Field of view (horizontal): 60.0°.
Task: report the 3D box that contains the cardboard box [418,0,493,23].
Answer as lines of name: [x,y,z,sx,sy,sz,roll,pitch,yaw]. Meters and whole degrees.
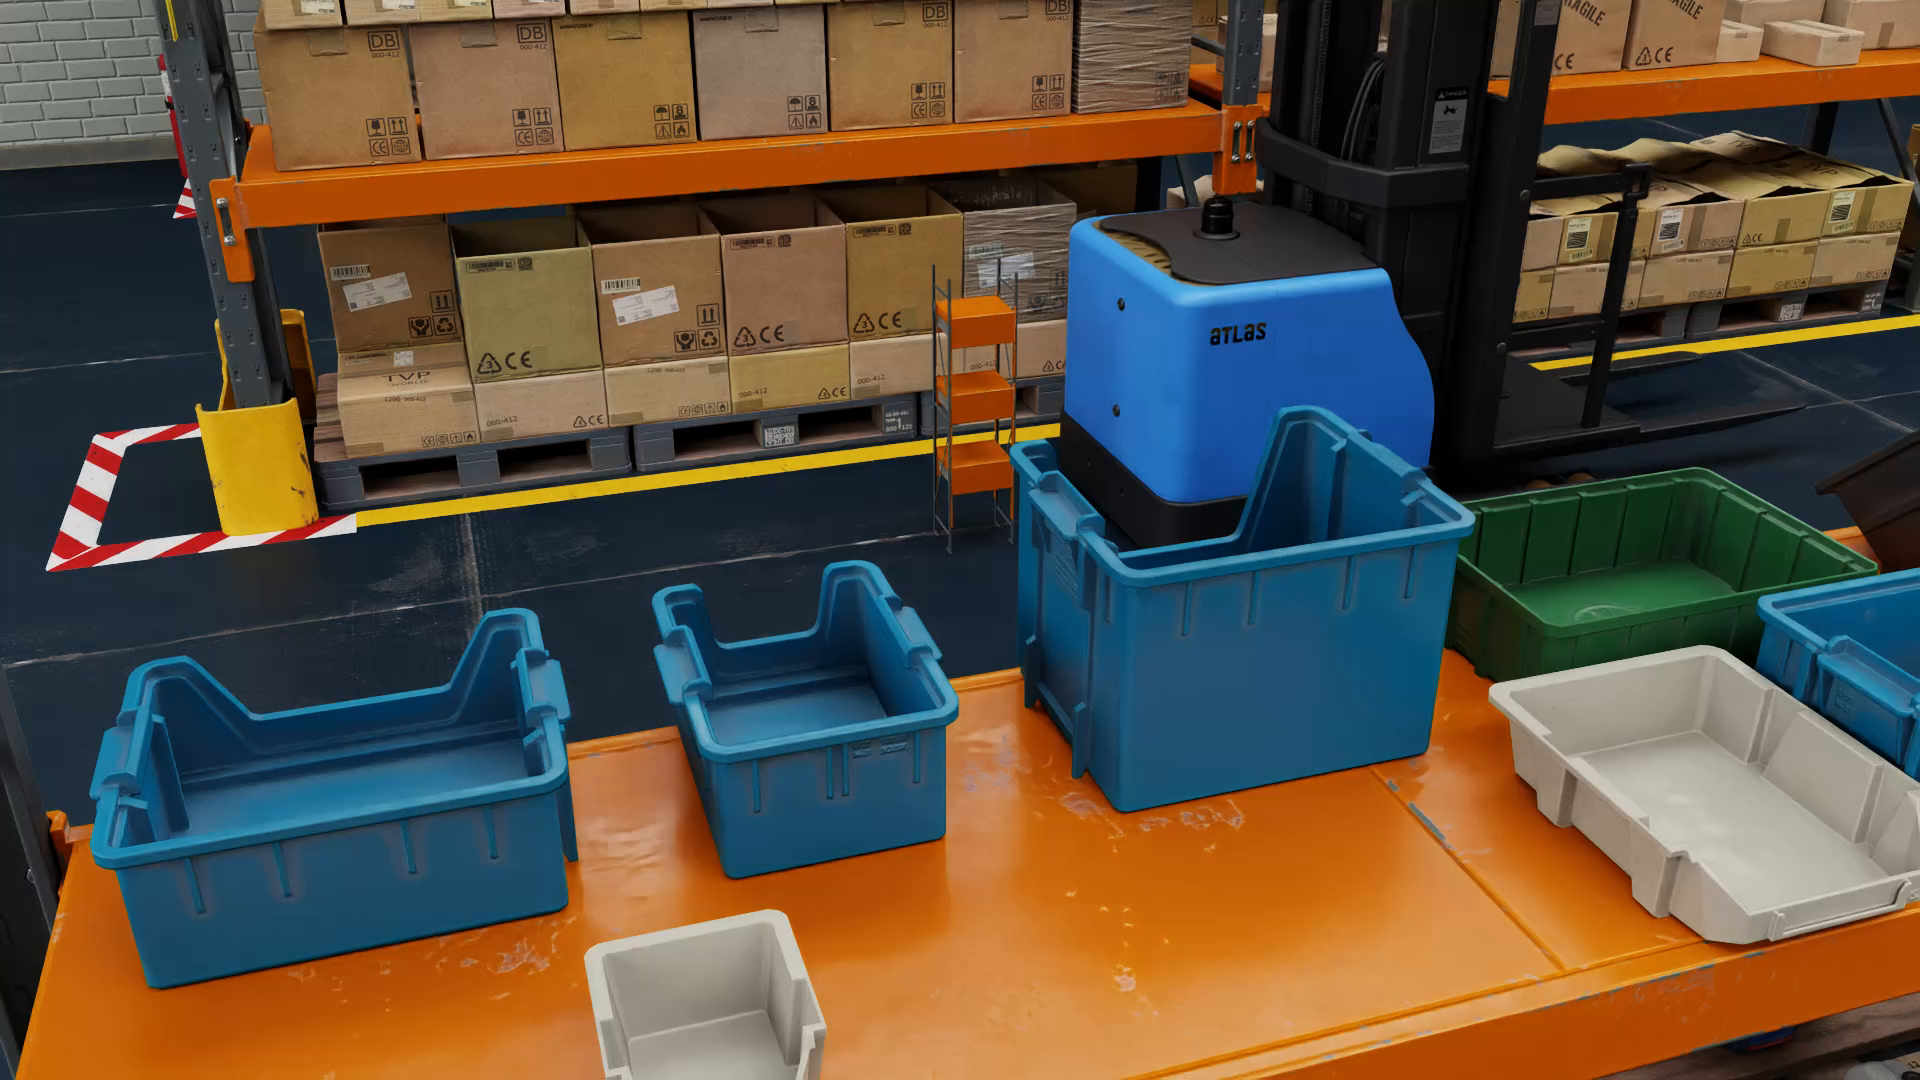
cardboard box: [-1.848,-1.994,6.051,0.250,0.149,0.380,-8,28,-16]

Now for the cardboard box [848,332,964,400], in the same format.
cardboard box: [-0.295,-0.835,7.179,0.500,0.250,0.500,-8,28,-16]

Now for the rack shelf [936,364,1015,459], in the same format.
rack shelf: [0.051,-0.468,6.036,0.240,0.259,0.215,-8,28,-16]

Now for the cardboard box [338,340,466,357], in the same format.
cardboard box: [-2.358,-0.779,7.067,0.500,0.250,0.500,-8,28,-16]

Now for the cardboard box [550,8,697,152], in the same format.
cardboard box: [-1.356,-1.868,6.527,0.500,0.500,0.700,-8,28,-16]

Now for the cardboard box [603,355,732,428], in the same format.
cardboard box: [-1.247,-0.699,6.906,0.500,0.250,0.500,-8,28,-16]

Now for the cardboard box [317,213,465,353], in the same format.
cardboard box: [-2.358,-1.116,6.902,0.500,0.500,0.500,-8,28,-16]

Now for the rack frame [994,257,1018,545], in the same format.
rack frame: [0.167,-0.494,6.065,0.008,1.050,0.200,-8,28,-16]

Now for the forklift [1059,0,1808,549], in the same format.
forklift: [1.972,-1.586,6.149,3.031,2.935,1.130,-9,28,-17]

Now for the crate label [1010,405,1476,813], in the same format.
crate label: [0.421,0.087,2.661,0.616,0.435,0.502,-8,28,-16]

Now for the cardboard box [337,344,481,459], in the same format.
cardboard box: [-2.197,-0.560,6.625,0.500,0.250,0.500,-8,28,-16]

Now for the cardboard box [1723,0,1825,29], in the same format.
cardboard box: [3.920,-2.645,8.304,0.500,0.311,0.500,-9,28,-17]

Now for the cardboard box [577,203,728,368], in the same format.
cardboard box: [-1.251,-1.040,6.749,0.500,0.500,0.500,-8,28,-16]

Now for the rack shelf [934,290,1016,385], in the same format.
rack shelf: [0.051,-0.722,5.910,0.240,0.259,0.215,-8,28,-16]

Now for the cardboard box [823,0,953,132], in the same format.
cardboard box: [-0.370,-2.013,6.819,0.500,0.500,0.700,-8,27,-15]

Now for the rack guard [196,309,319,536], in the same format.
rack guard: [-2.799,-0.501,6.697,0.348,0.500,1.175,-8,28,-16]

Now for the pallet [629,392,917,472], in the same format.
pallet: [-0.904,-0.665,7.351,1.213,0.211,1.003,-8,28,-16]

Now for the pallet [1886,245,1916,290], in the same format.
pallet: [5.552,-1.564,9.162,1.213,0.211,1.003,-8,28,-16]

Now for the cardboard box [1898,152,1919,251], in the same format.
cardboard box: [5.352,-1.745,8.708,0.500,0.500,0.500,-7,27,-14]

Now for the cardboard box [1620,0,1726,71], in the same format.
cardboard box: [3.240,-2.533,7.866,0.500,0.500,0.500,-10,28,-19]

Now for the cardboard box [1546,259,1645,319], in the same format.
cardboard box: [2.950,-1.294,8.103,0.500,0.250,0.500,-8,27,-15]

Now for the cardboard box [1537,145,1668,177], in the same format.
cardboard box: [3.259,-1.840,8.573,0.500,0.311,0.500,-9,28,-17]

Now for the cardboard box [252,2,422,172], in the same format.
cardboard box: [-2.328,-1.728,6.244,0.500,0.500,0.700,-8,28,-16]

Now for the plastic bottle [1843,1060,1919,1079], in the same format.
plastic bottle: [1.782,1.121,3.188,0.135,0.276,0.152,-8,28,-16]

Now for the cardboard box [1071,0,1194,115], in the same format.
cardboard box: [0.607,-2.156,7.107,0.500,0.500,0.700,-9,28,-17]

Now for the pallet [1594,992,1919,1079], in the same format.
pallet: [1.906,1.244,3.507,1.213,0.211,1.003,-8,28,-16]

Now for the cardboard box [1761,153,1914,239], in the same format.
cardboard box: [4.409,-1.757,8.405,0.500,0.311,0.500,-8,27,-15]

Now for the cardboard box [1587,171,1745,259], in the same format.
cardboard box: [3.436,-1.615,8.118,0.500,0.311,0.500,-8,28,-16]

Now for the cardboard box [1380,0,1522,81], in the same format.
cardboard box: [2.264,-2.391,7.581,0.500,0.500,0.500,-6,27,-12]

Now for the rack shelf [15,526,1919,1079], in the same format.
rack shelf: [0.656,0.518,2.643,4.000,0.370,1.077,-8,28,-16]

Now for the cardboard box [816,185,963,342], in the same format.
cardboard box: [-0.299,-1.177,7.023,0.500,0.500,0.500,-8,28,-16]

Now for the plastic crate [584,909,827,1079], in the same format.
plastic crate: [-0.295,0.602,1.961,0.250,0.136,0.298,-8,28,-16]

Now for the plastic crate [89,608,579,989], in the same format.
plastic crate: [-0.862,0.342,2.355,0.616,0.251,0.499,-8,28,-16]

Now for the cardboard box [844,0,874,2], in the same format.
cardboard box: [-0.373,-2.208,6.482,0.250,0.149,0.380,-7,27,-15]

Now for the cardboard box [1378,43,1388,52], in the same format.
cardboard box: [1.933,-2.098,7.385,0.250,0.149,0.380,-8,28,-16]

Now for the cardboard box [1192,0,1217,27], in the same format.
cardboard box: [1.576,-3.987,12.380,0.500,0.250,0.500,-8,28,-16]

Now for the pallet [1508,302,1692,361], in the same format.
pallet: [2.878,-1.214,8.457,1.213,0.211,1.003,-8,28,-16]

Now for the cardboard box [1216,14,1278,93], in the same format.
cardboard box: [1.482,-2.194,7.465,0.500,0.250,0.500,-7,27,-13]

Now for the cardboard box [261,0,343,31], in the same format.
cardboard box: [-2.336,-1.922,5.907,0.250,0.149,0.380,-8,28,-16]

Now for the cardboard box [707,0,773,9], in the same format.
cardboard box: [-0.874,-2.134,6.333,0.250,0.149,0.380,-8,27,-16]

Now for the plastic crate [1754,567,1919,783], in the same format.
plastic crate: [1.590,0.254,2.533,0.616,0.251,0.499,-8,28,-16]

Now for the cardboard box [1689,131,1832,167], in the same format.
cardboard box: [4.242,-1.985,8.865,0.500,0.311,0.500,-7,27,-14]

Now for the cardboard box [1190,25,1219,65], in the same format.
cardboard box: [1.635,-3.674,12.593,0.500,0.500,0.700,-8,28,-16]

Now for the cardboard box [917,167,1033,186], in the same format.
cardboard box: [0.017,-1.464,7.602,0.500,0.500,0.500,-8,28,-16]

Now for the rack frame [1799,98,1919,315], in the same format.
rack frame: [4.831,-2.726,8.367,0.127,3.000,1.000,-8,28,-16]

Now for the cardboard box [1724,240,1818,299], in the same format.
cardboard box: [3.917,-1.434,8.386,0.500,0.250,0.500,-9,28,-17]

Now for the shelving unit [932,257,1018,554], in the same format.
shelving unit: [0.051,-0.478,6.031,0.252,1.050,0.215,-8,28,-16]

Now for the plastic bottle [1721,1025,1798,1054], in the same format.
plastic bottle: [1.706,0.906,3.536,0.185,0.351,0.144,-8,28,-16]

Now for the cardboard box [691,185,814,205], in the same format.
cardboard box: [-0.936,-1.328,7.329,0.500,0.500,0.500,-8,28,-16]

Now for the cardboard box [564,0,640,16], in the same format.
cardboard box: [-1.355,-2.065,6.195,0.250,0.149,0.380,-9,28,-18]

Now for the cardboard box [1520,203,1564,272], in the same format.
cardboard box: [2.467,-1.473,7.832,0.500,0.311,0.500,-9,28,-18]

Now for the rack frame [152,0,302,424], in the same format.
rack frame: [-2.776,-1.624,6.148,0.127,3.000,1.000,-8,28,-16]
